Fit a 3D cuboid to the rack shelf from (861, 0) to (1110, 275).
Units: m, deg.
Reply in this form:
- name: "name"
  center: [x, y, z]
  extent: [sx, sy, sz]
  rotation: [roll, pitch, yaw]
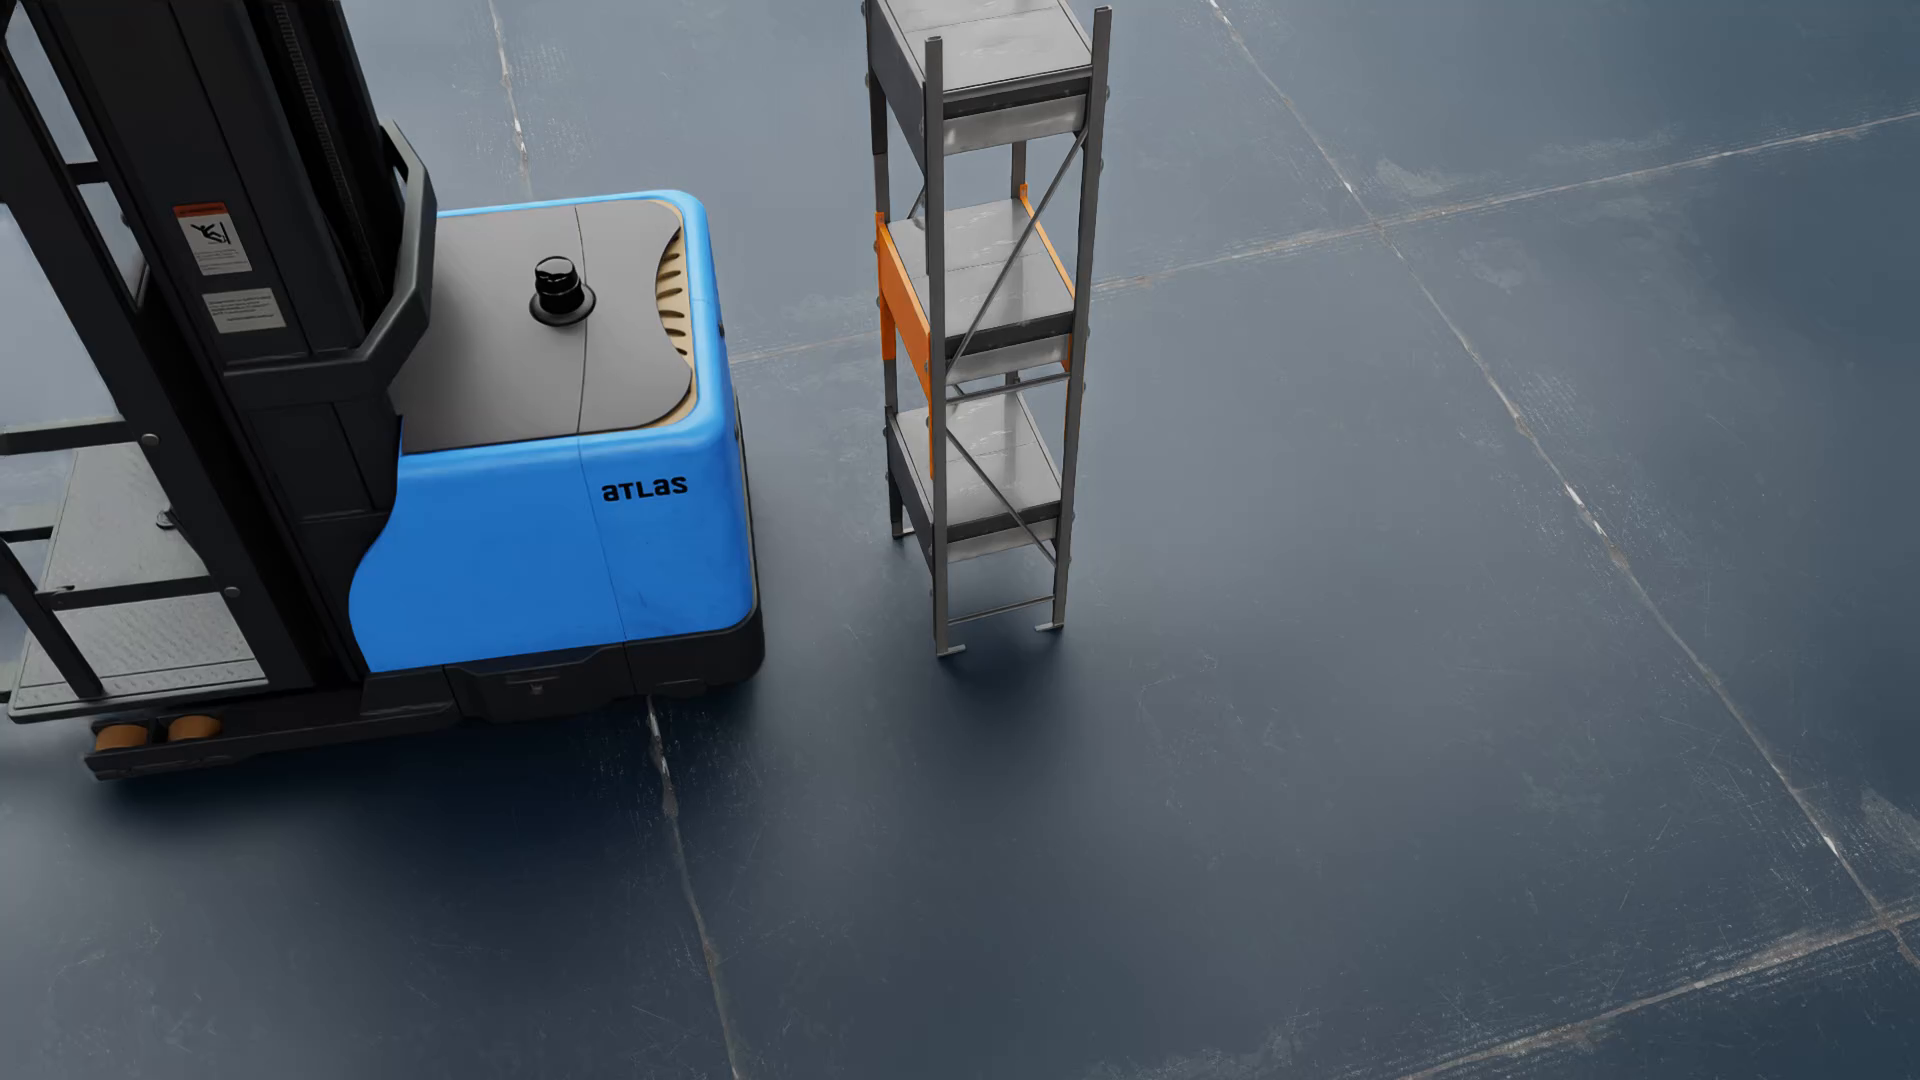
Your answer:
- name: "rack shelf"
  center: [0.049, -0.998, 3.821]
  extent: [0.431, 0.518, 0.480]
  rotation: [-13, 51, -11]

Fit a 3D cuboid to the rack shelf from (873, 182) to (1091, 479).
- name: "rack shelf"
  center: [0.049, -0.547, 4.356]
  extent: [0.431, 0.518, 0.480]
  rotation: [-13, 51, -11]

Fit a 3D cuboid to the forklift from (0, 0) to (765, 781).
- name: "forklift"
  center: [-2.134, -0.712, 3.933]
  extent: [3.031, 2.935, 1.130]
  rotation: [-7, 50, -6]

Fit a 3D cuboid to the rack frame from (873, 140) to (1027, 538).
- name: "rack frame"
  center: [-0.023, -0.734, 4.496]
  extent: [0.400, 2.100, 0.015]
  rotation: [-13, 51, -11]

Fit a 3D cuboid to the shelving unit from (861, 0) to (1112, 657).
- name: "shelving unit"
  center: [0.049, -0.556, 4.345]
  extent: [0.431, 2.100, 0.503]
  rotation: [-13, 51, -11]

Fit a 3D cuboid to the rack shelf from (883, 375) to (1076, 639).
- name: "rack shelf"
  center: [0.049, -0.096, 4.891]
  extent: [0.431, 0.518, 0.480]
  rotation: [-13, 51, -11]

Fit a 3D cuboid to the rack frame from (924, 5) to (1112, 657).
- name: "rack frame"
  center: [0.121, -0.378, 4.195]
  extent: [0.400, 2.100, 0.015]
  rotation: [-13, 51, -11]
